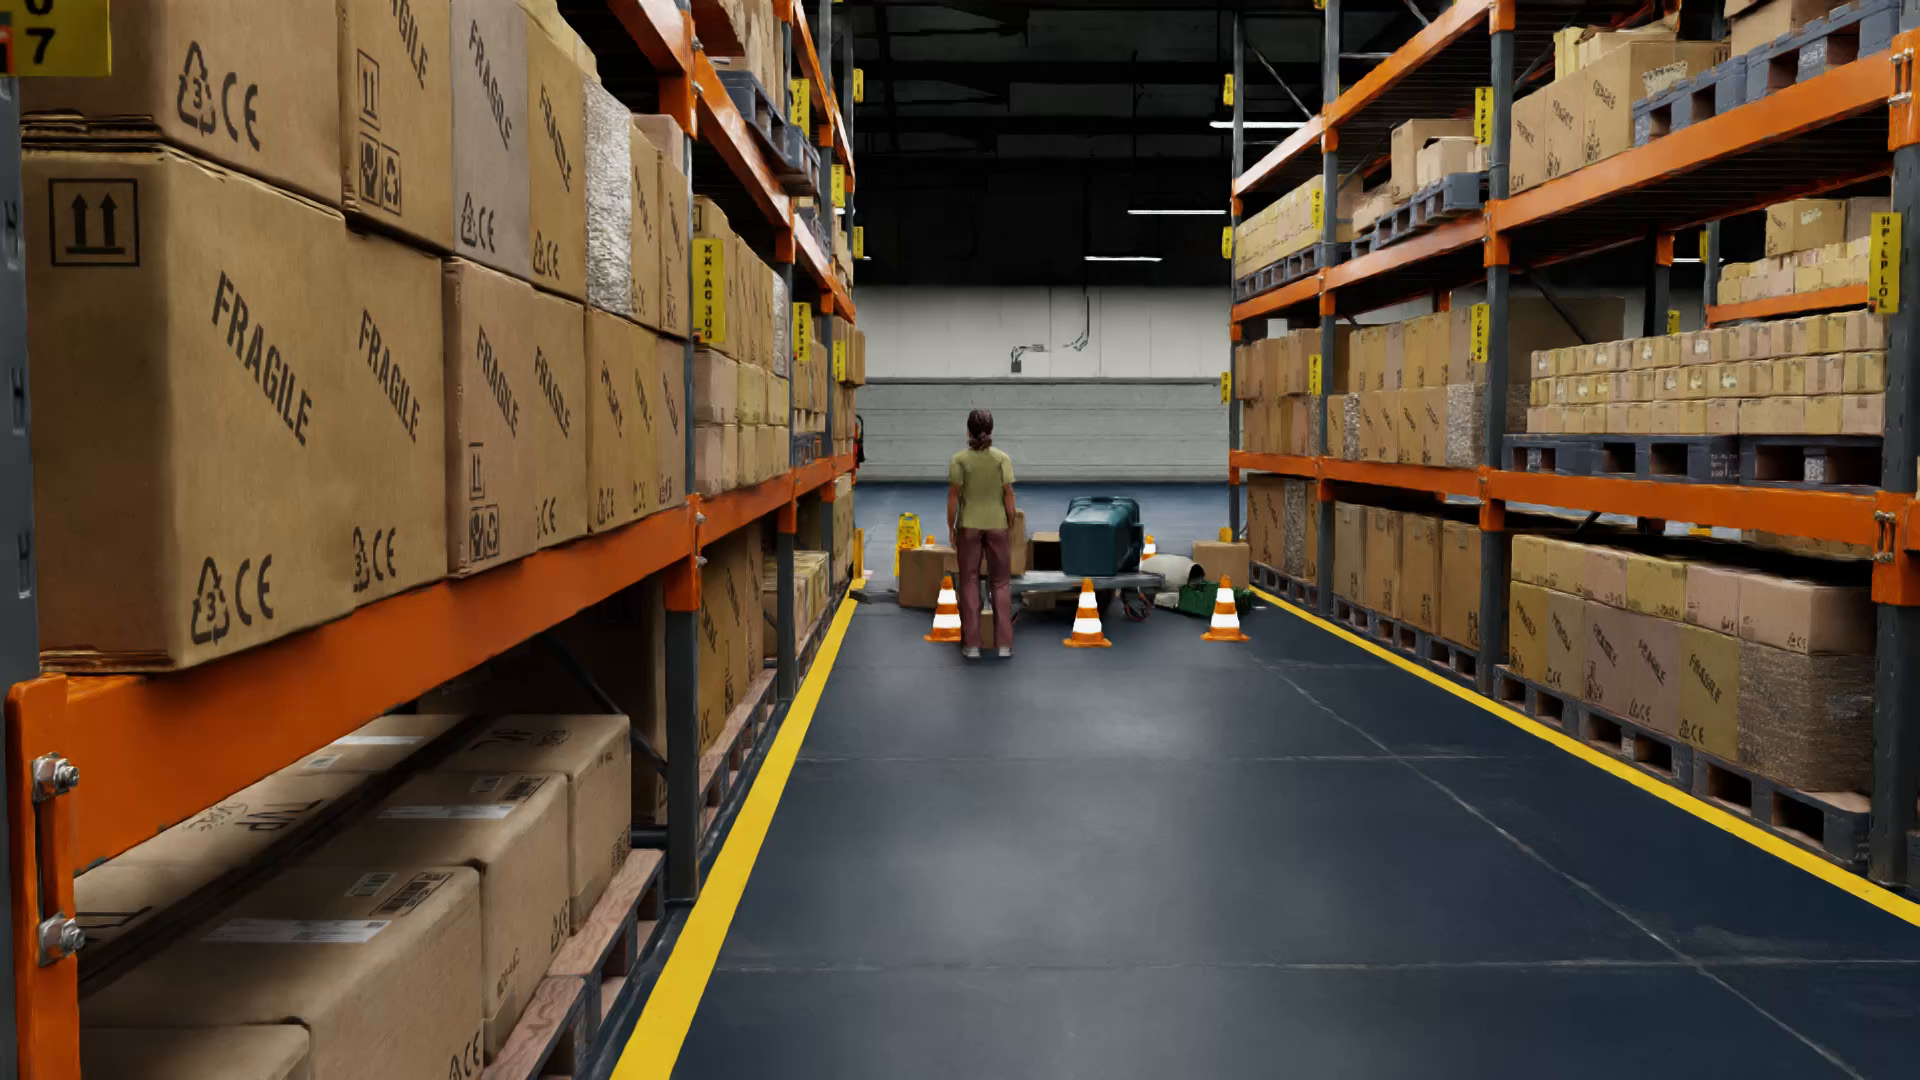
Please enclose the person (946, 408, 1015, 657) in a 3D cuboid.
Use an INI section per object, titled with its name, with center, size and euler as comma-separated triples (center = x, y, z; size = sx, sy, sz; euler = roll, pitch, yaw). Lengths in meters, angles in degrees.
[person]
center = 0.140, -0.048, 11.209
size = 0.462, 1.670, 0.418
euler = 0, 4, 0
